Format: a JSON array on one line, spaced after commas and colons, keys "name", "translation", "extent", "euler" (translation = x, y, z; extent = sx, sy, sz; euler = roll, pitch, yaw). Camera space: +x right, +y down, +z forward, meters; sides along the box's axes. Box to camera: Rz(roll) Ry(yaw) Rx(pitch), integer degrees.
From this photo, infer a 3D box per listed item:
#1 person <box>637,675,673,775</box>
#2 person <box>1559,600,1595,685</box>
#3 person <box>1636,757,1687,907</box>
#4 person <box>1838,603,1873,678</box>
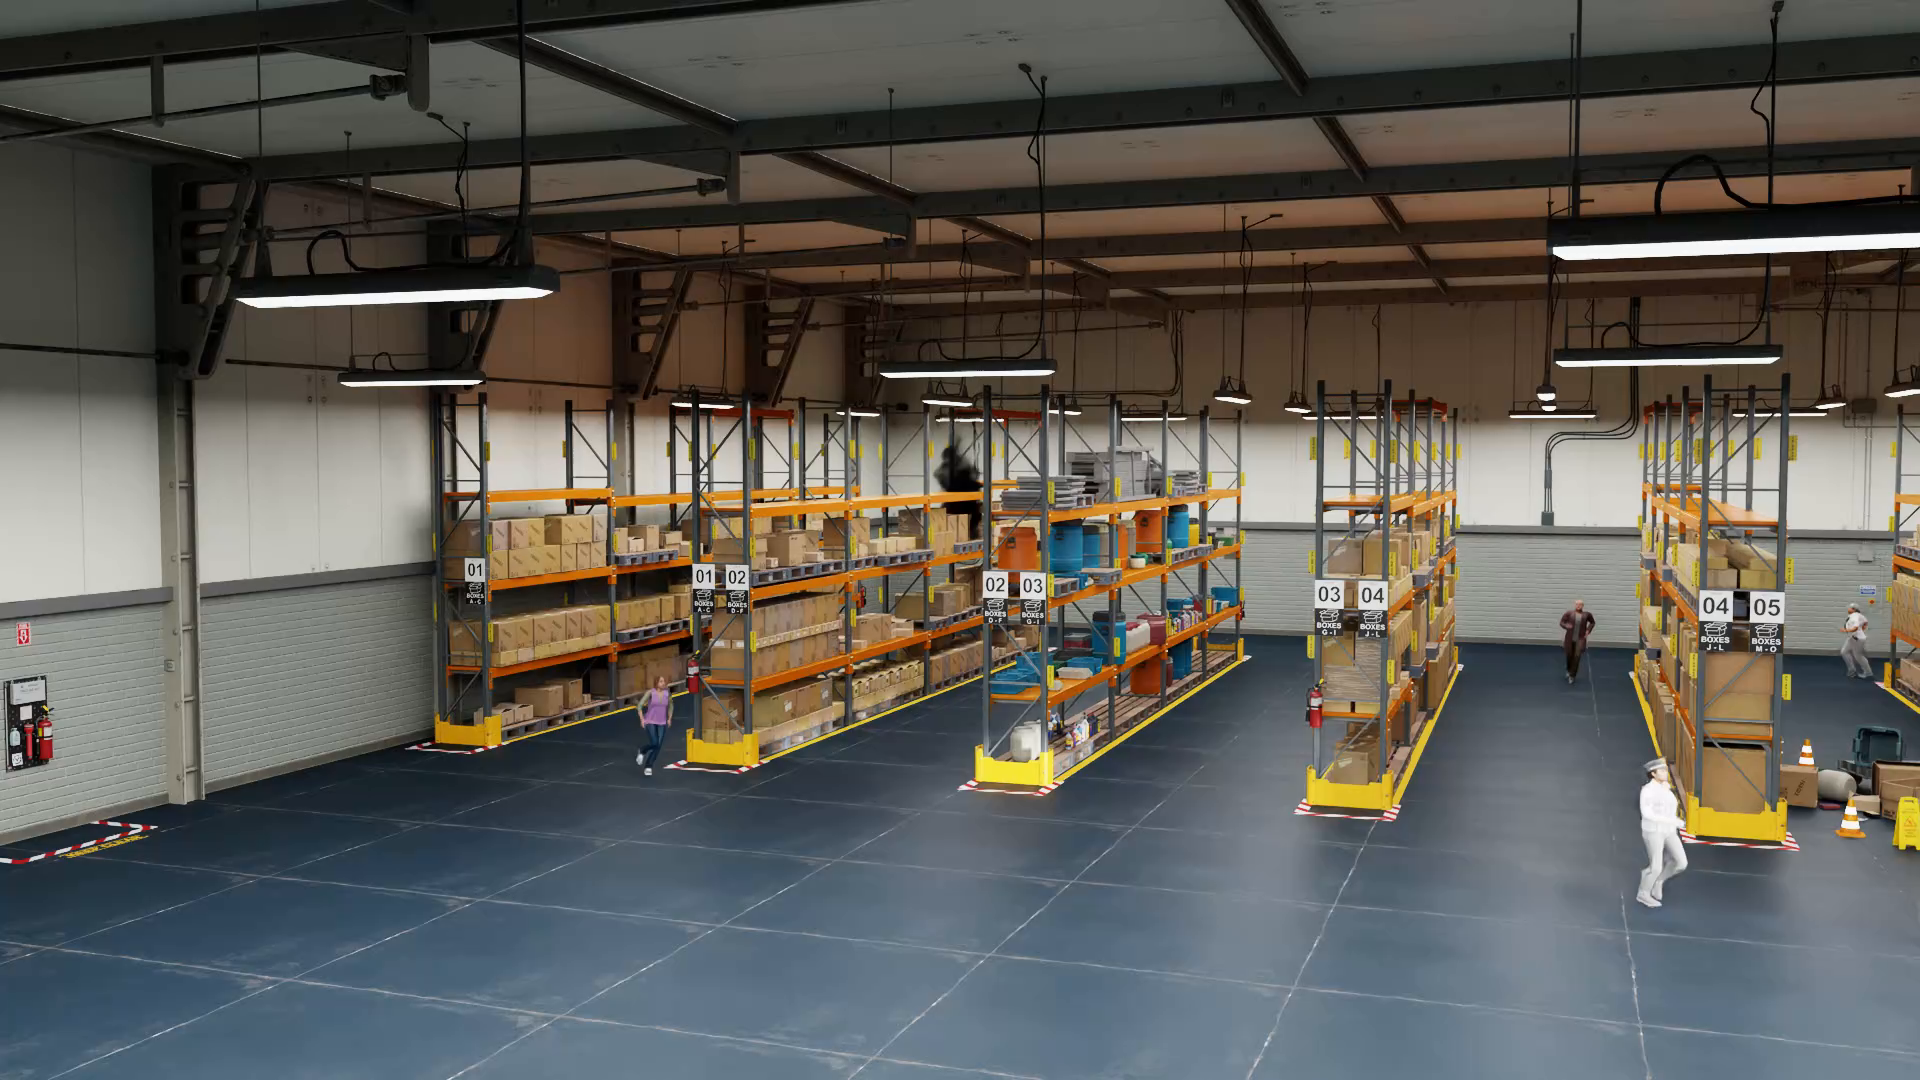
[{"name": "person", "translation": [-4.714, 2.862, 25.874], "extent": [0.569, 1.522, 0.500], "euler": [-2, 4, -34]}, {"name": "person", "translation": [13.388, 2.199, 36.101], "extent": [0.717, 1.789, 0.959], "euler": [1, 3, 25]}, {"name": "person", "translation": [7.691, 3.197, 18.176], "extent": [0.596, 1.660, 0.571], "euler": [-2, 4, -31]}, {"name": "person", "translation": [19.736, 2.237, 36.648], "extent": [0.710, 1.701, 0.591], "euler": [1, 3, 25]}]
